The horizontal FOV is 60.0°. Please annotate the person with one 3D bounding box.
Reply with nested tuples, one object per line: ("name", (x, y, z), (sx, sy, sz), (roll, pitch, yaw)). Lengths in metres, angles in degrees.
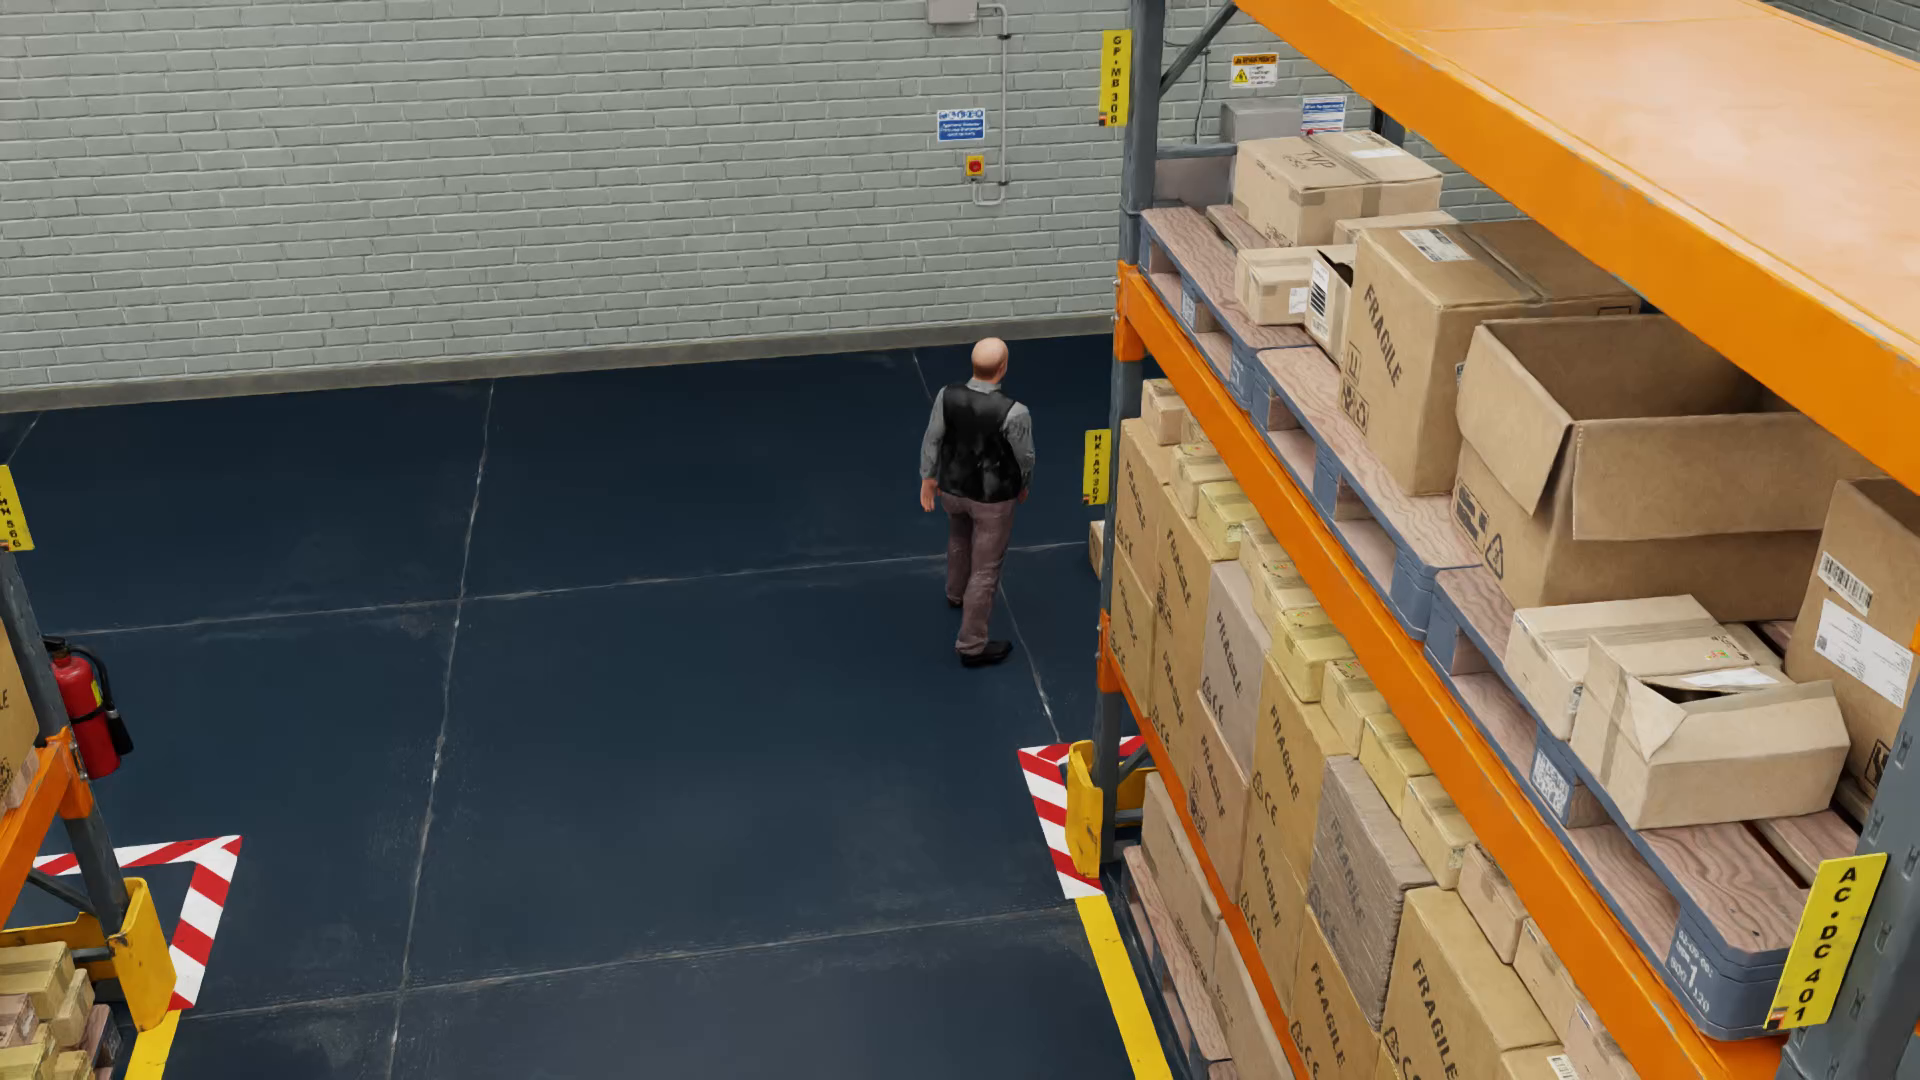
("person", (0.083, -0.257, 8.623), (0.632, 1.693, 0.757), (18, 35, 28))
